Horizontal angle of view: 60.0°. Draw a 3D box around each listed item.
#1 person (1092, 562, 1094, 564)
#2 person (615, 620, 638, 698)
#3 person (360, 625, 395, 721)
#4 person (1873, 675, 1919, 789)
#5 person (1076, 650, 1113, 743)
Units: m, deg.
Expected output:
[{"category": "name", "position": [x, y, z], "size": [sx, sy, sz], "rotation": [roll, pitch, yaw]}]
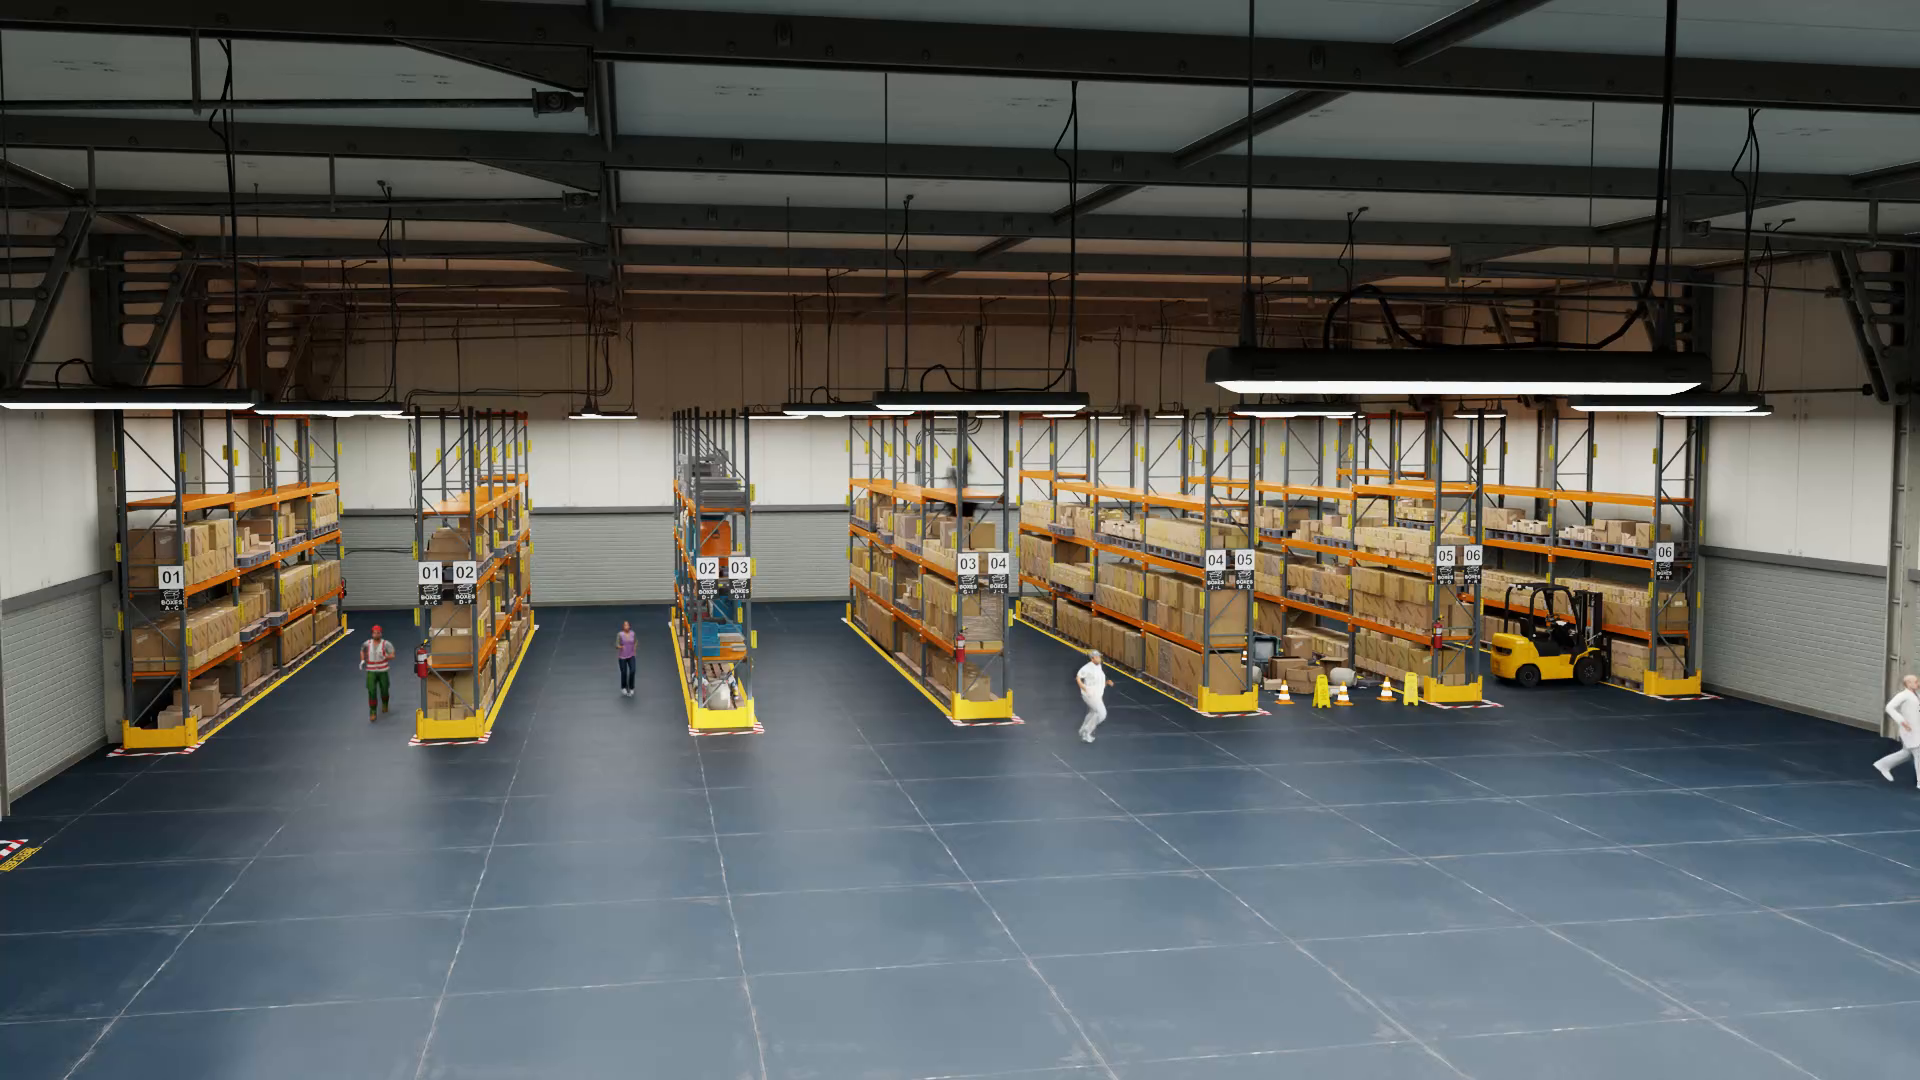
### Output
[{"category": "person", "position": [3.901, 1.439, 48.145], "size": [0.569, 1.642, 0.934], "rotation": [-1, 4, -12]}, {"category": "person", "position": [-6.930, 2.474, 34.610], "size": [0.490, 1.625, 0.711], "rotation": [-1, 4, -18]}, {"category": "person", "position": [-11.194, 2.525, 31.962], "size": [0.659, 1.774, 1.002], "rotation": [-1, 4, -13]}, {"category": "person", "position": [14.781, 2.972, 25.865], "size": [0.708, 1.754, 1.061], "rotation": [-4, 6, -43]}, {"category": "person", "position": [2.424, 2.790, 29.733], "size": [0.623, 1.652, 0.581], "rotation": [2, 5, 27]}]
